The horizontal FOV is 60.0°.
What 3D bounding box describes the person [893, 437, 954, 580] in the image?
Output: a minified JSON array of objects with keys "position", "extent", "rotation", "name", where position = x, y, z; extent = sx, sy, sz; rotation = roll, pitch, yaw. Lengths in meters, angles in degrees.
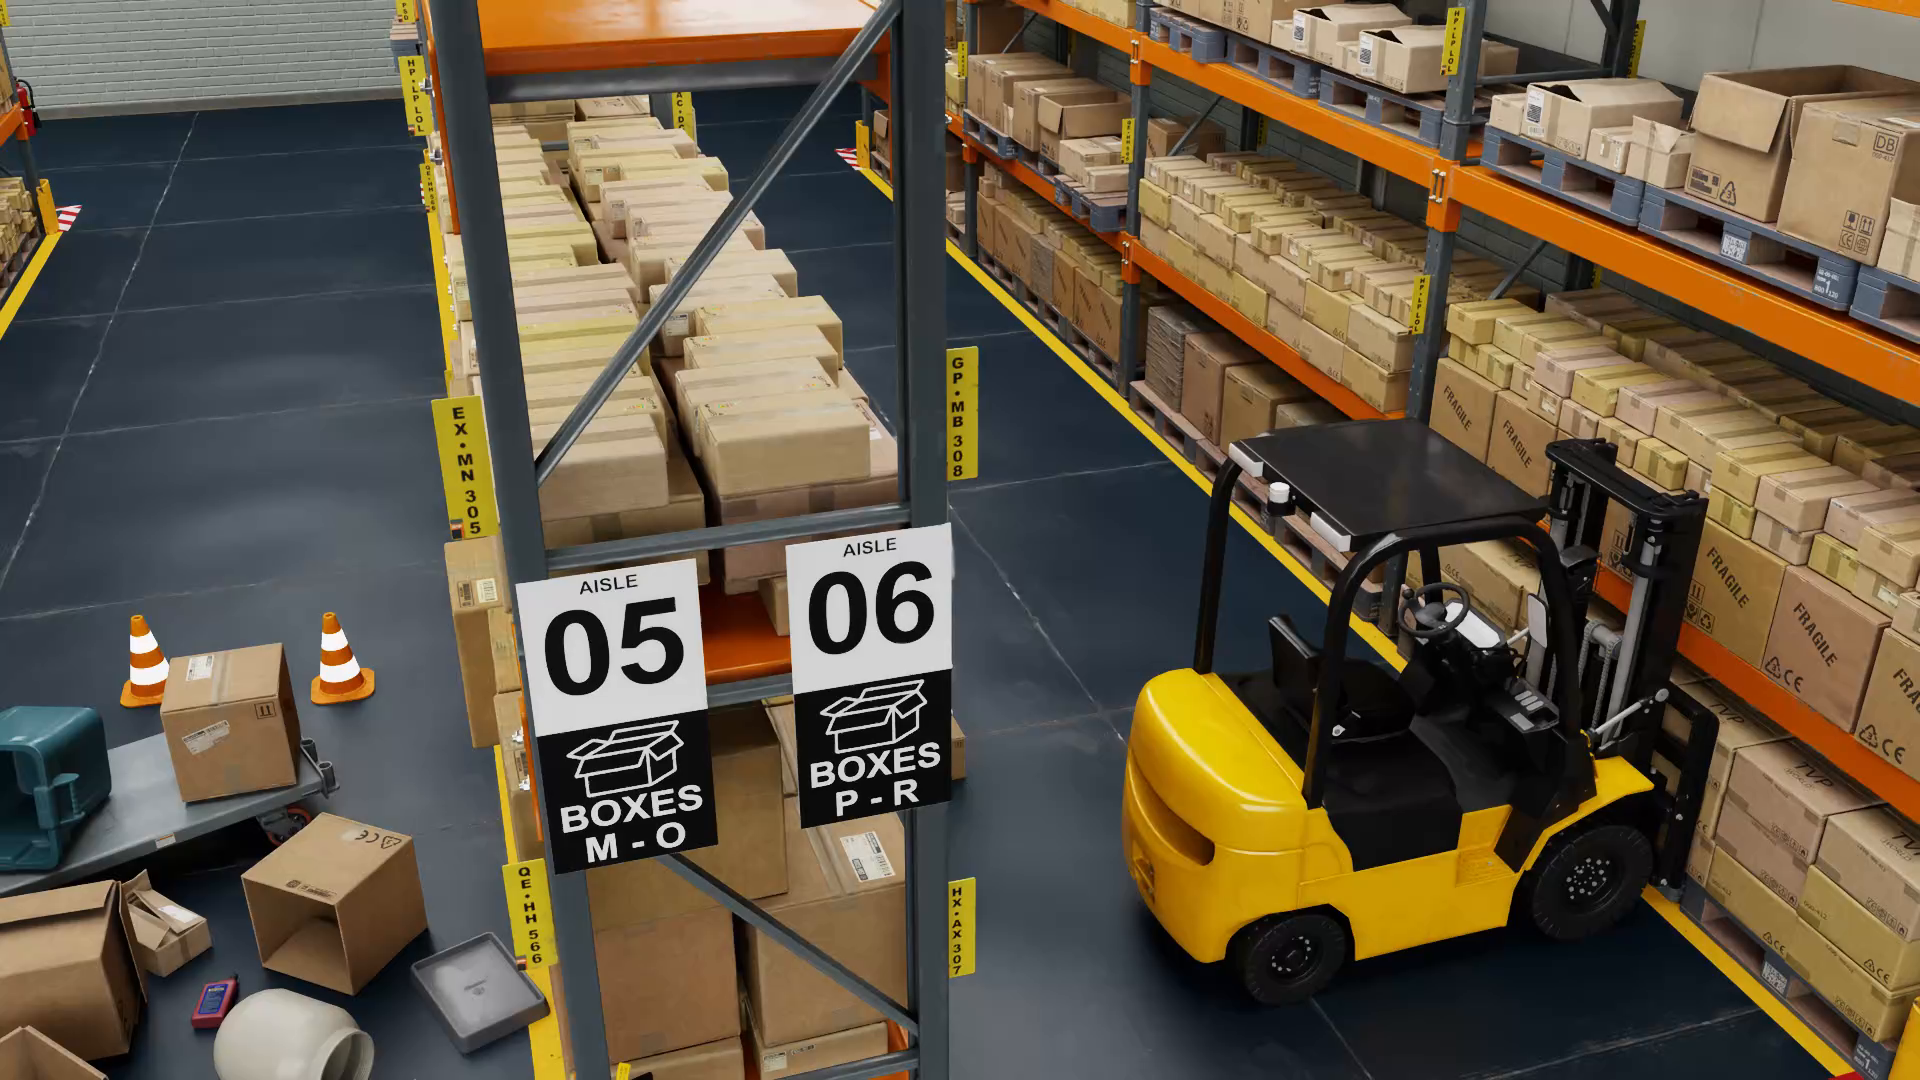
[{"position":[-0.254,0.238,8.622],"extent":[0.472,1.683,0.350],"rotation":[-8,27,-15],"name":"person"}]
